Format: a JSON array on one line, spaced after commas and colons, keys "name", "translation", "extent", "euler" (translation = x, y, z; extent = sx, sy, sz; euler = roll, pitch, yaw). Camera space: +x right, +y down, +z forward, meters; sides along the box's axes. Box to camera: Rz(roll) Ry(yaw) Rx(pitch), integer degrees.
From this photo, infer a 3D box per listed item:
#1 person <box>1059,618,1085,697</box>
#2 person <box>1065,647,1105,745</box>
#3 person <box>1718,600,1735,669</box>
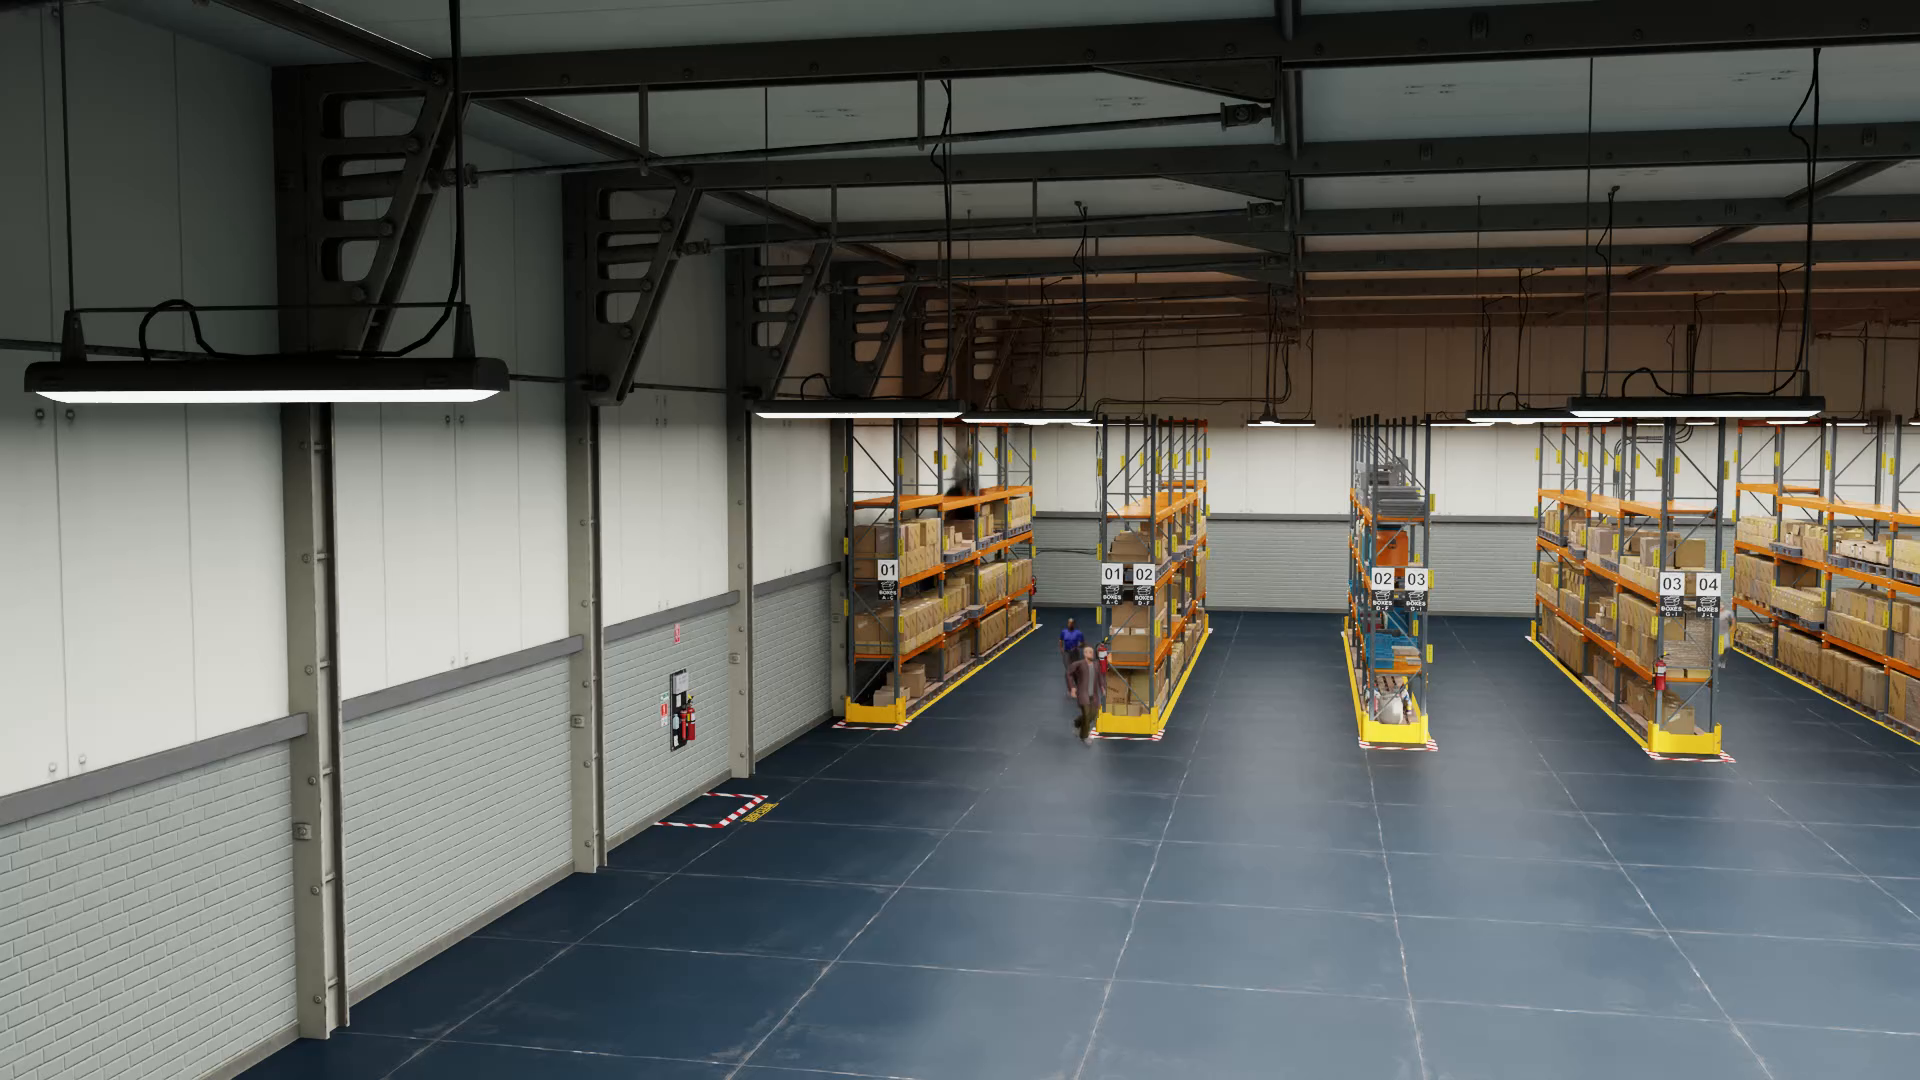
[{"name": "person", "translation": [2.407, 2.502, 35.852], "extent": [0.591, 1.657, 0.835], "euler": [1, 4, 10]}, {"name": "person", "translation": [2.331, 2.841, 30.495], "extent": [0.768, 1.747, 0.739], "euler": [-2, 4, -27]}, {"name": "person", "translation": [18.238, 2.257, 39.783], "extent": [0.574, 1.649, 0.668], "euler": [1, 4, 20]}]
